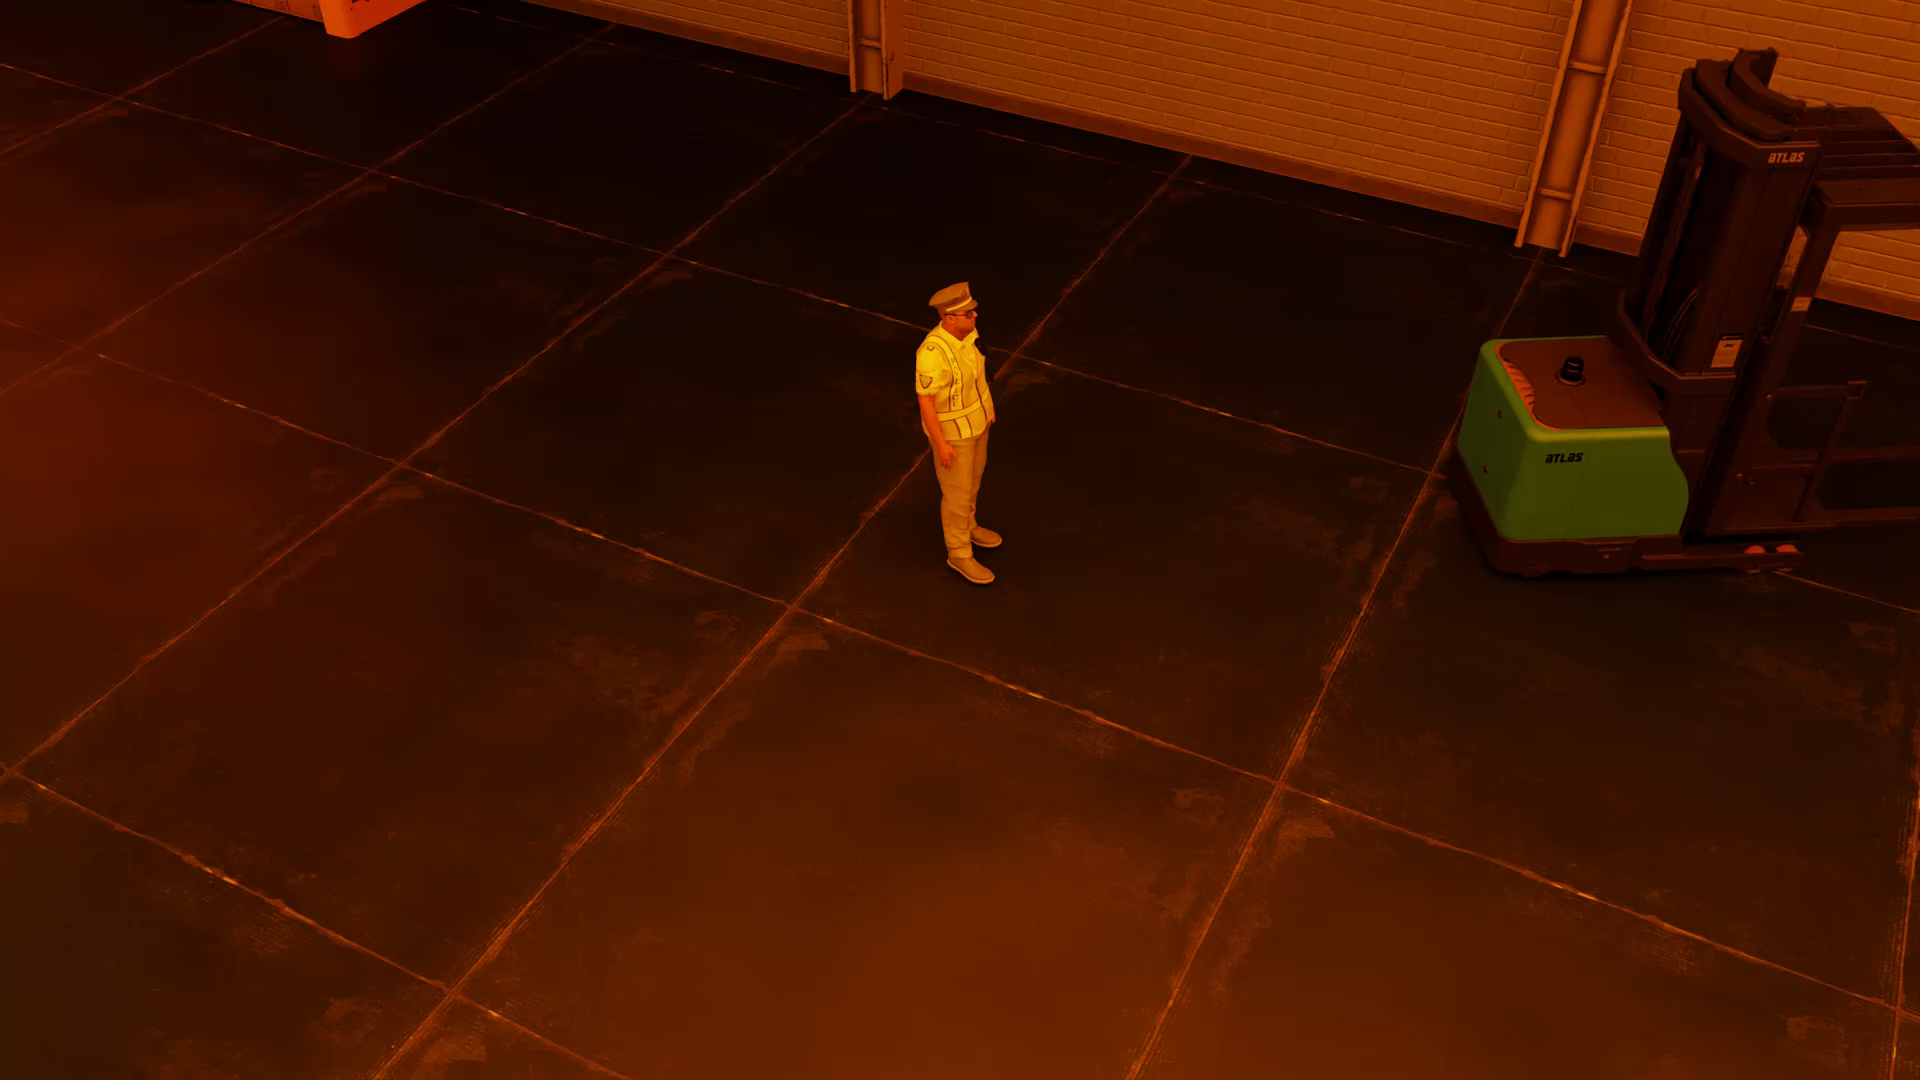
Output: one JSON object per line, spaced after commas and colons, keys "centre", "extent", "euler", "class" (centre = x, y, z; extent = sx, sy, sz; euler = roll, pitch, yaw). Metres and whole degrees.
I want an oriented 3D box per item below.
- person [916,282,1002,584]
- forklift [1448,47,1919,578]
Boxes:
{"centre": [0.065, -0.657, 9.647], "extent": [0.571, 1.780, 0.641], "euler": [18, 43, 21], "class": "person"}
{"centre": [4.660, -1.263, 9.486], "extent": [3.031, 2.935, 1.130], "euler": [-2, 40, -3], "class": "forklift"}
